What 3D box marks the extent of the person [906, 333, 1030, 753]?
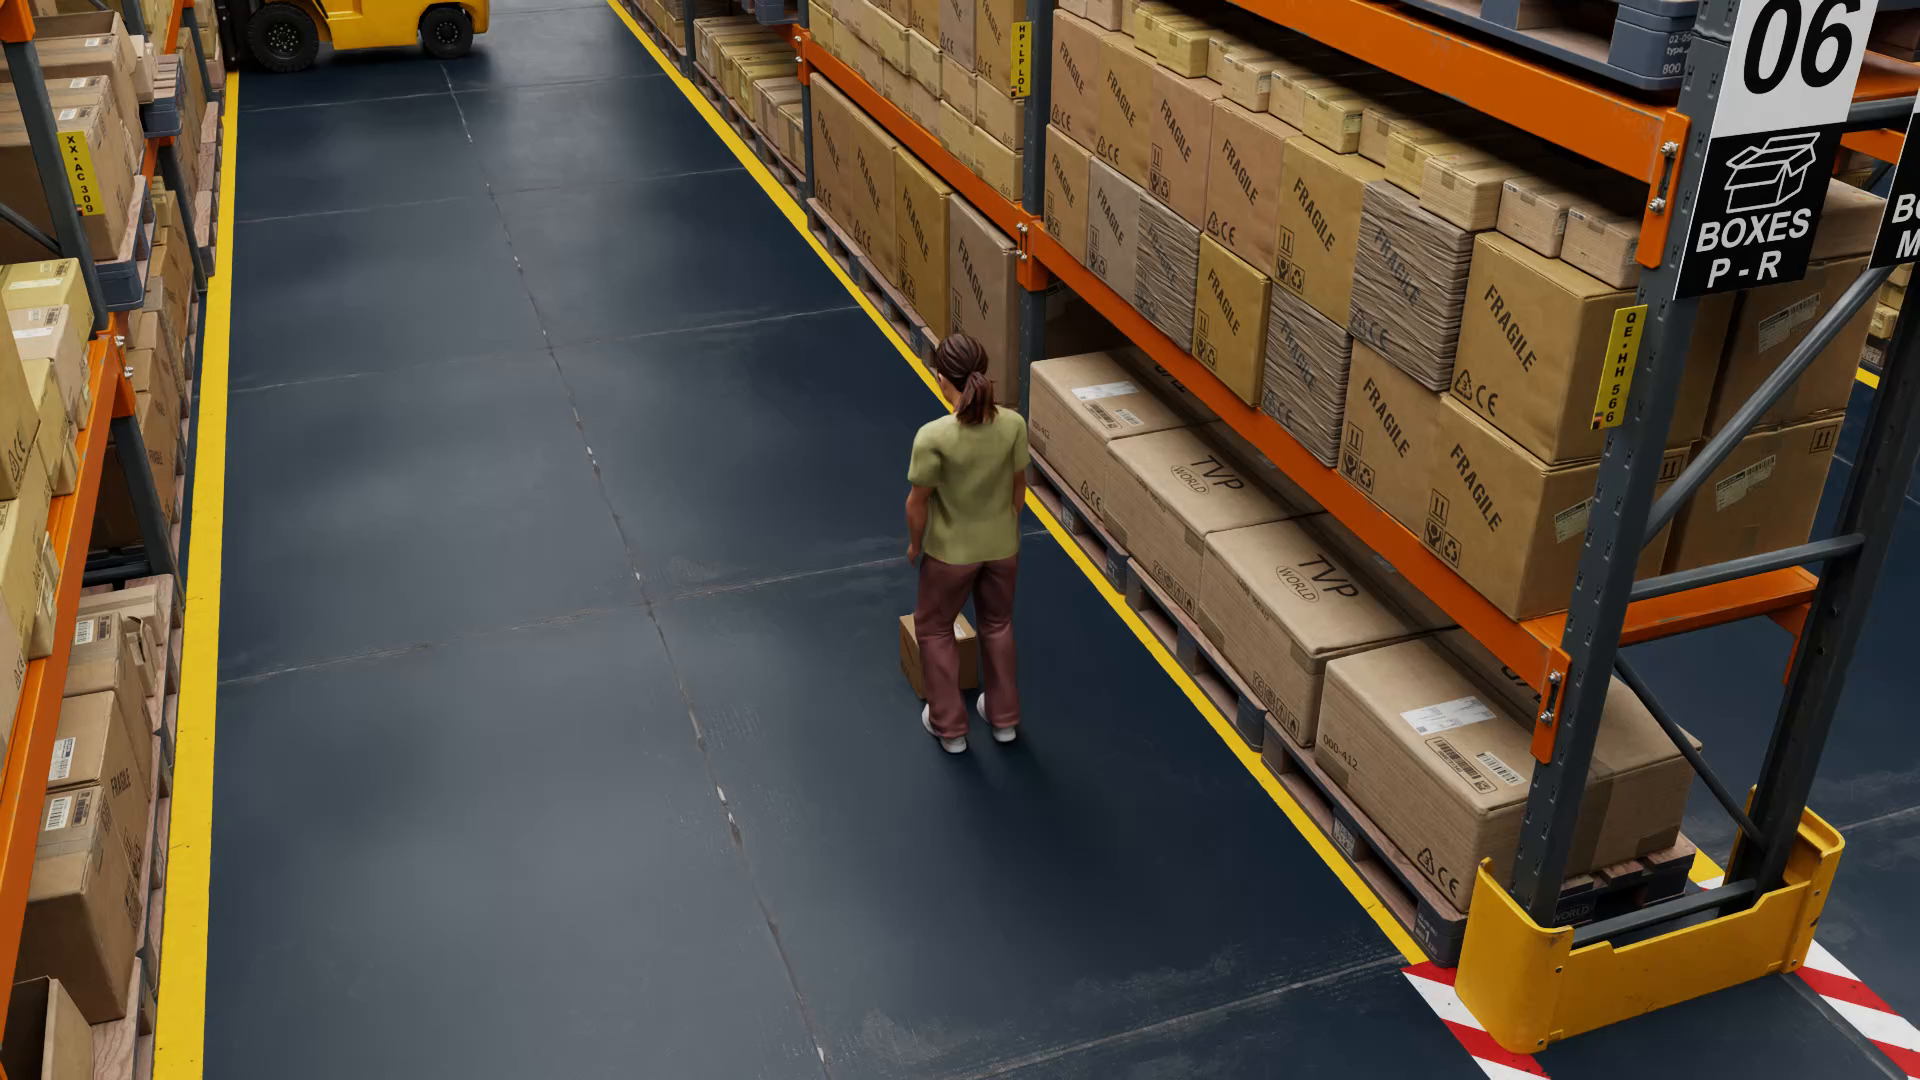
[{"bbox_3d":[0.021,0.038,6.092,0.458,1.659,0.351,-10,31,-17],"label":"person"}]
